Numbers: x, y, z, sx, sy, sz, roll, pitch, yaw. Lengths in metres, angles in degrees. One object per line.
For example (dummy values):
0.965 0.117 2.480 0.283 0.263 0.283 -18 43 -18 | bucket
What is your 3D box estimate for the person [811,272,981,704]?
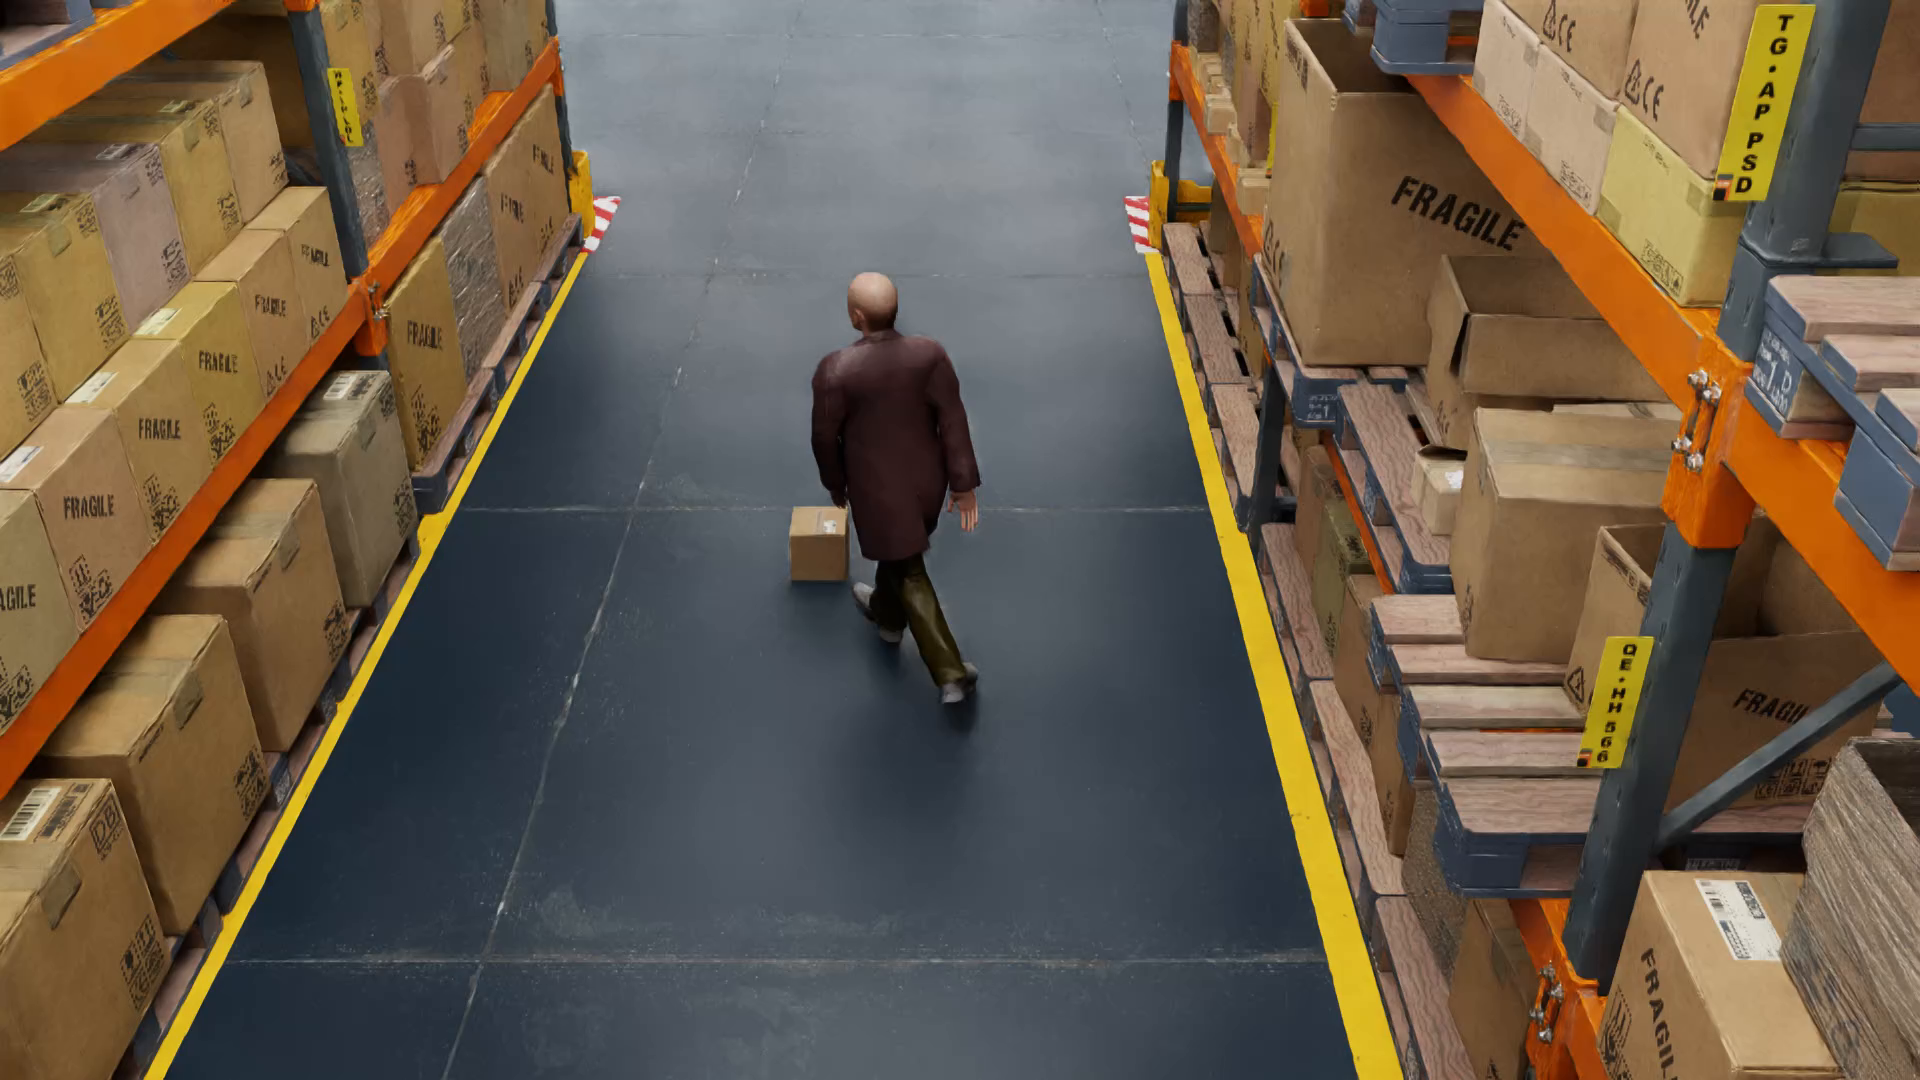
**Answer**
-0.275 -0.207 6.513 0.595 1.738 1.039 -16 35 -25 | person
